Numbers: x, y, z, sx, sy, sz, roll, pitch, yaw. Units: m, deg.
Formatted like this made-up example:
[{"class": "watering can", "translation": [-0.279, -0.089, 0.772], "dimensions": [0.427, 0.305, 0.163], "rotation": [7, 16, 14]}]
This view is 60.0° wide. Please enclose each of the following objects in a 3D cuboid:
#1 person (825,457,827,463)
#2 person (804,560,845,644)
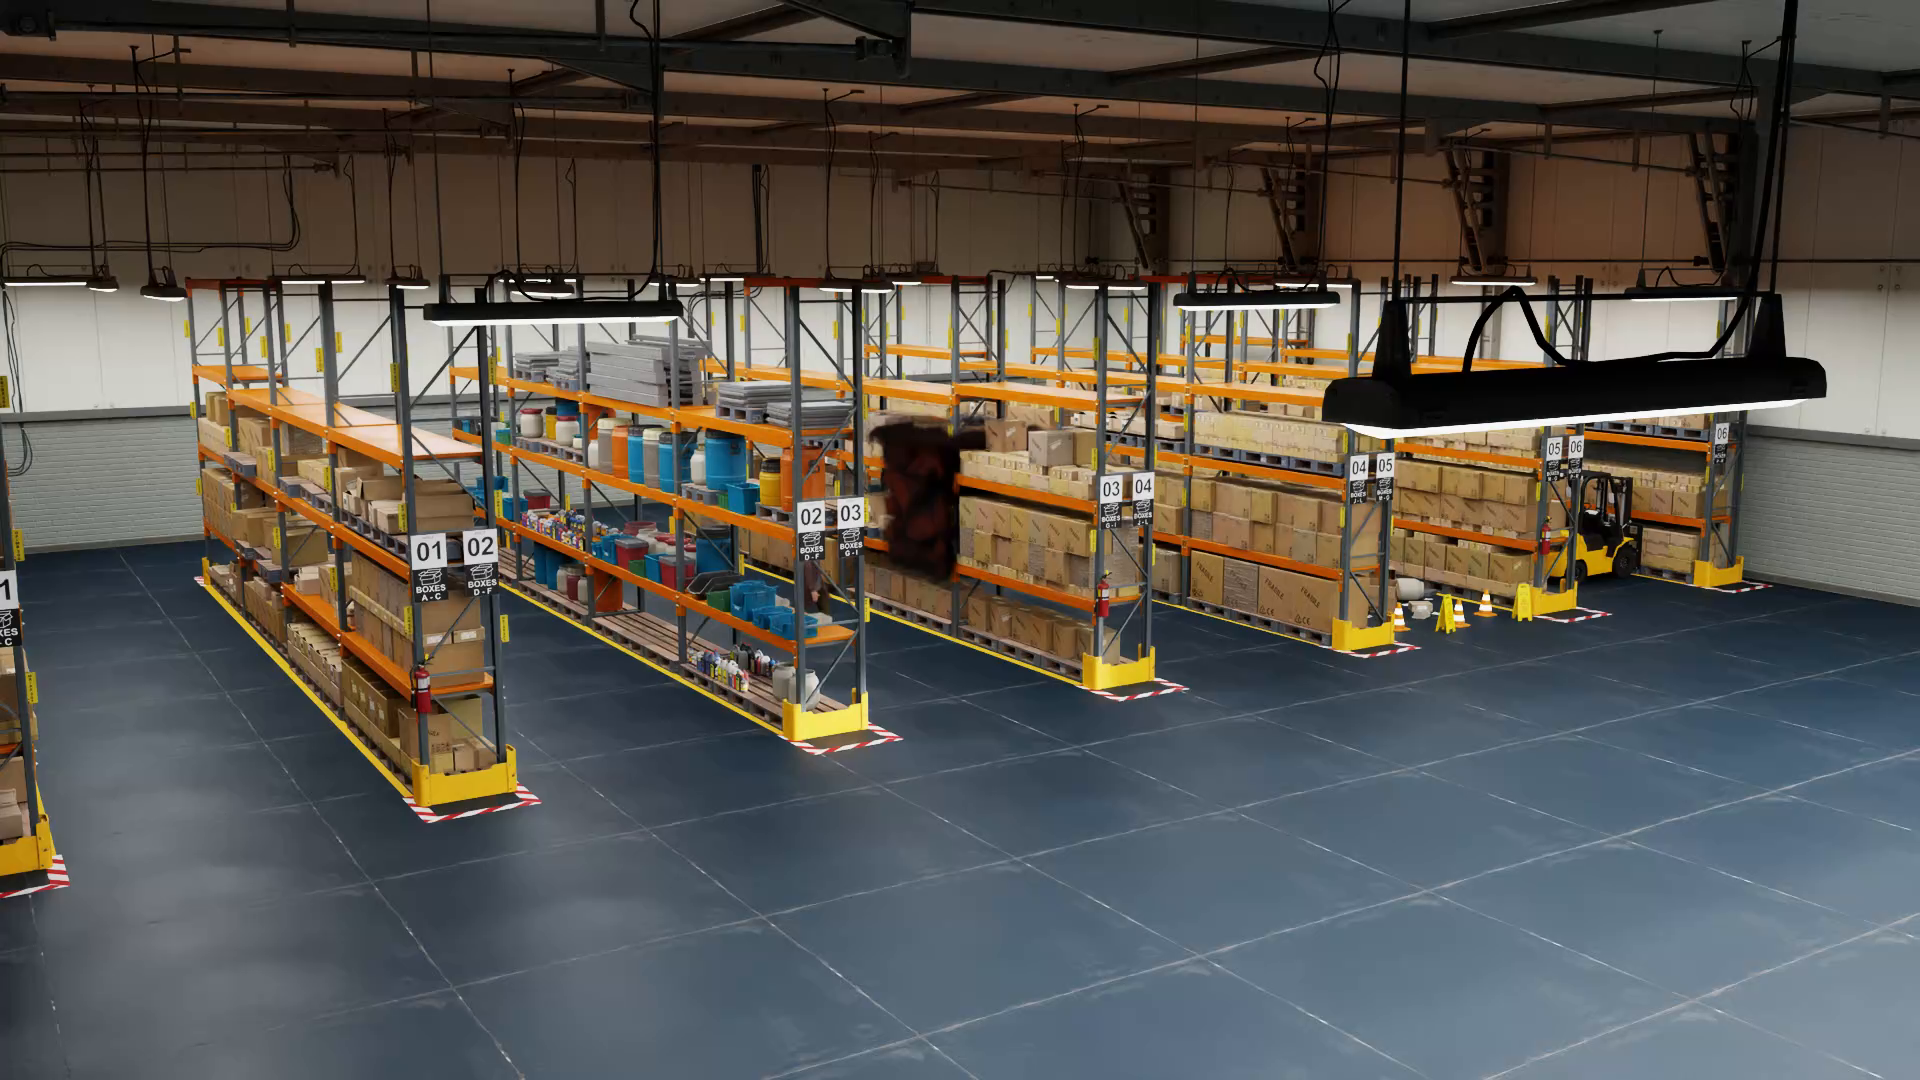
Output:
[{"class": "person", "translation": [-3.800, -1.950, 44.184], "dimensions": [0.580, 1.768, 0.657], "rotation": [7, 12, 36]}, {"class": "person", "translation": [-2.304, 0.770, 26.293], "dimensions": [1.029, 1.739, 0.552], "rotation": [9, 13, 44]}]
